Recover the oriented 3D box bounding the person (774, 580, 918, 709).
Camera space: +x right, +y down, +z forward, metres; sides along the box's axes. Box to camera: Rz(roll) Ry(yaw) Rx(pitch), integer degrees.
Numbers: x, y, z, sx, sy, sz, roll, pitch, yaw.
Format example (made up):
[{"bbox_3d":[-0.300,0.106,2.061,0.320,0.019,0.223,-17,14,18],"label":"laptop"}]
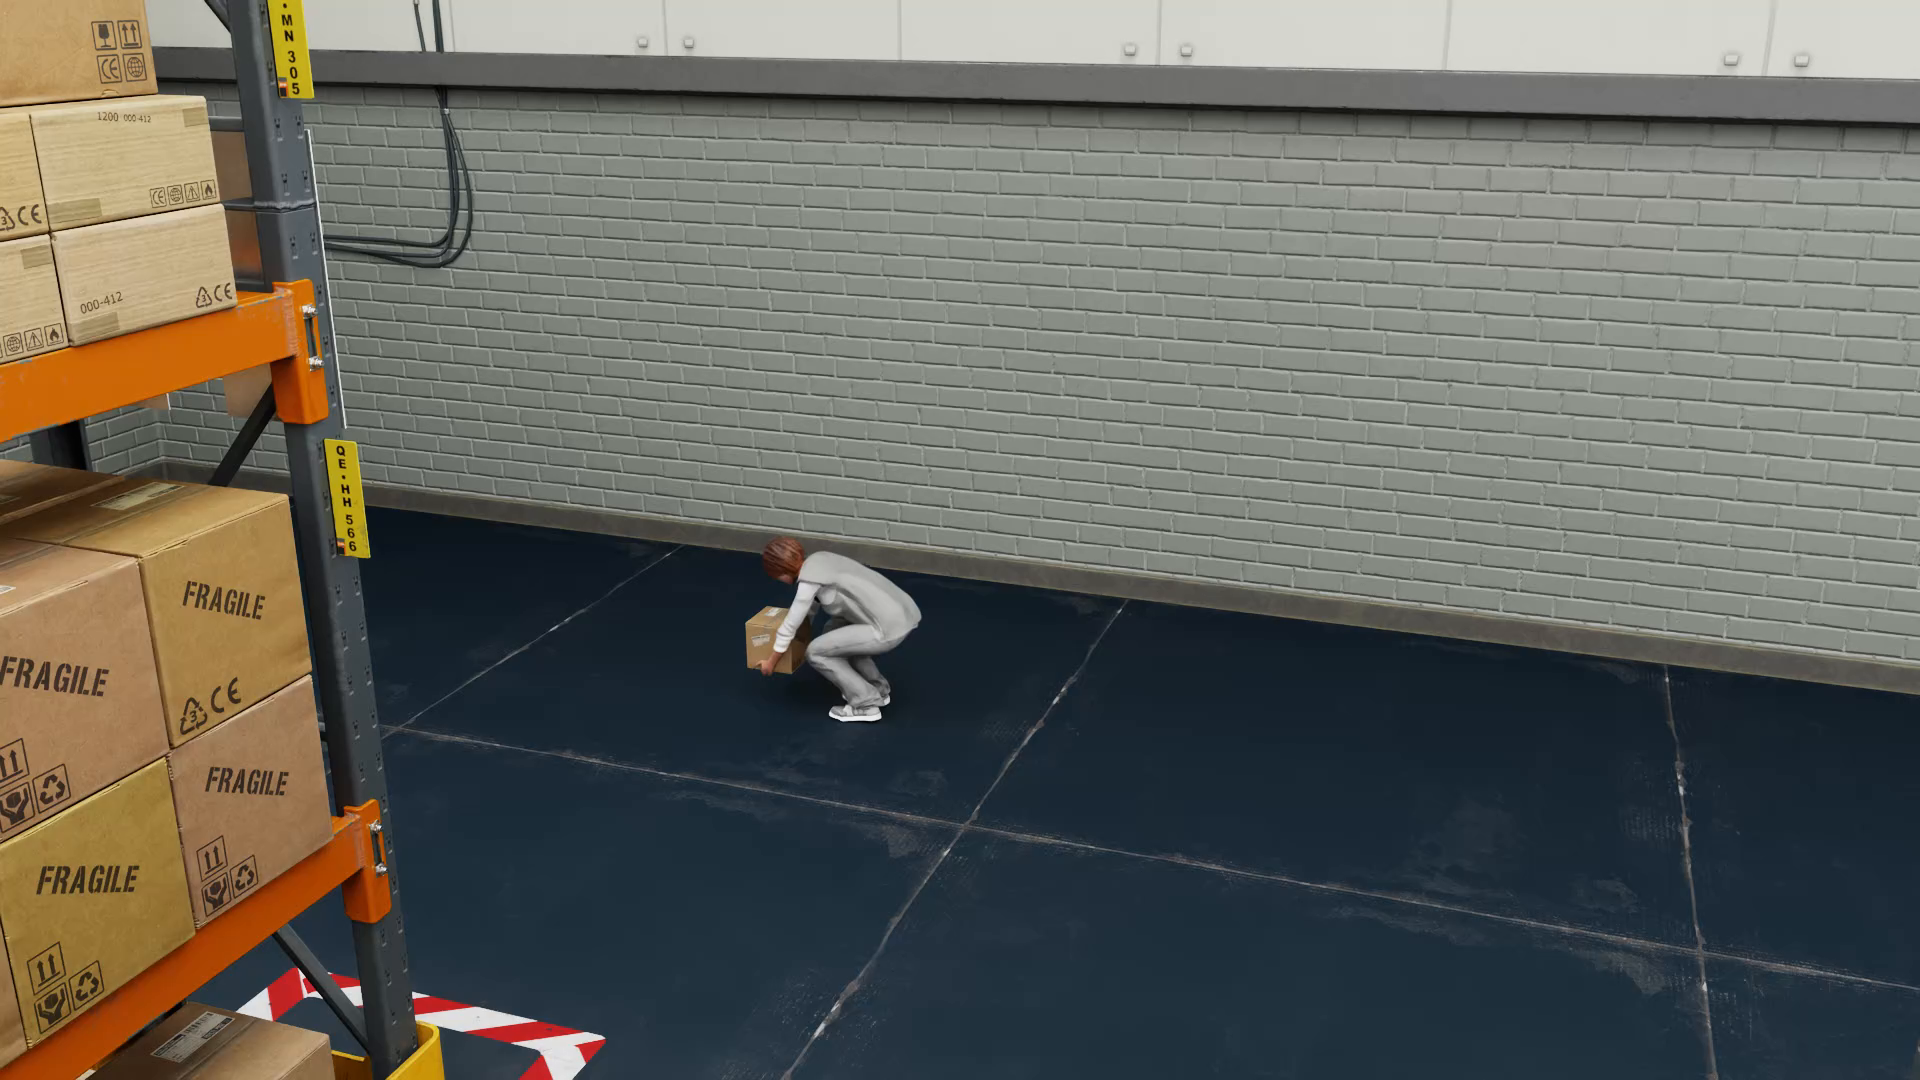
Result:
[{"bbox_3d":[-0.561,0.450,8.372,0.704,0.742,0.419,6,20,17],"label":"person"}]
